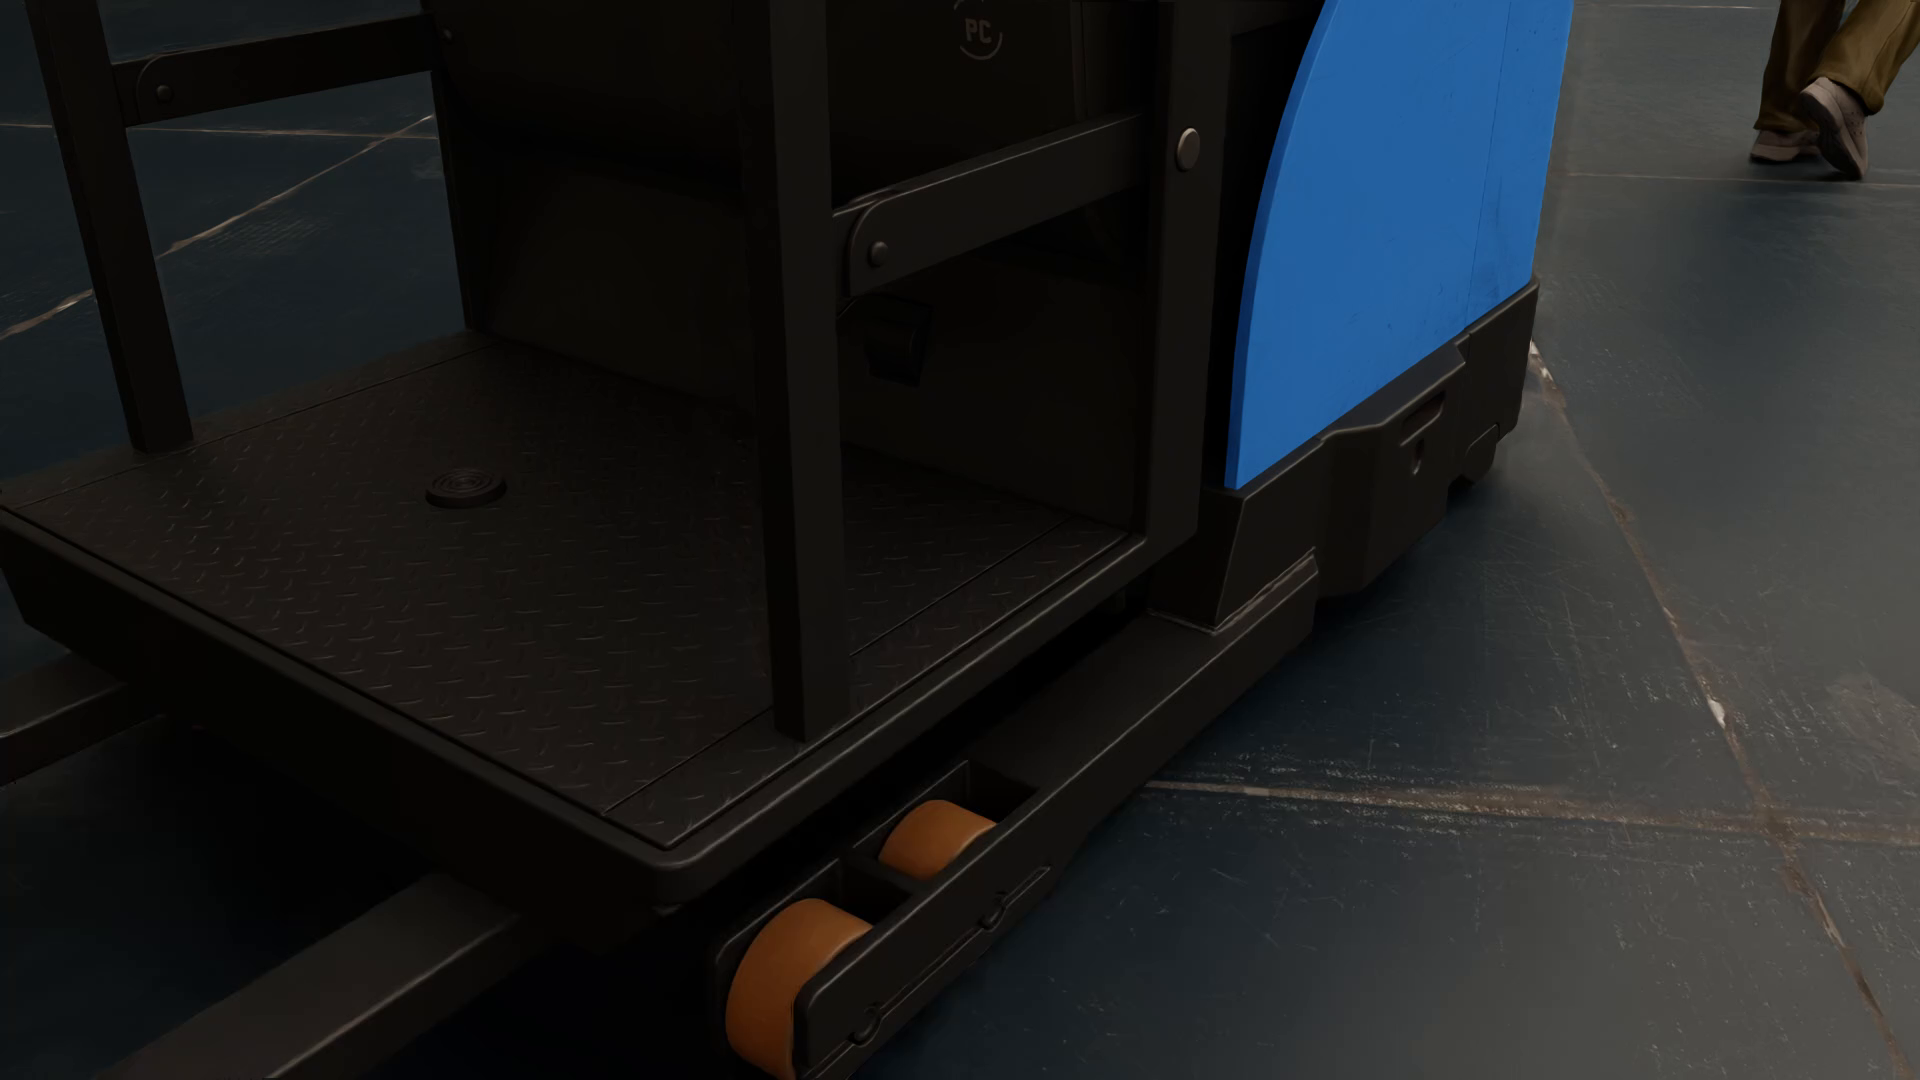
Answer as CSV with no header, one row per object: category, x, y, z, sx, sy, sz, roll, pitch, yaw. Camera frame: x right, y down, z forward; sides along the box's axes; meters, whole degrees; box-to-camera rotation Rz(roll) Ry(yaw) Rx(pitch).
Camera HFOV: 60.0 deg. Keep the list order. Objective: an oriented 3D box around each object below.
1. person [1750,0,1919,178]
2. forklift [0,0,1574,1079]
person,2.277,-1.834,4.241,0.553,1.739,0.810,-19,32,-33
forklift,-0.363,-1.063,1.347,1.130,2.935,3.031,18,32,32
